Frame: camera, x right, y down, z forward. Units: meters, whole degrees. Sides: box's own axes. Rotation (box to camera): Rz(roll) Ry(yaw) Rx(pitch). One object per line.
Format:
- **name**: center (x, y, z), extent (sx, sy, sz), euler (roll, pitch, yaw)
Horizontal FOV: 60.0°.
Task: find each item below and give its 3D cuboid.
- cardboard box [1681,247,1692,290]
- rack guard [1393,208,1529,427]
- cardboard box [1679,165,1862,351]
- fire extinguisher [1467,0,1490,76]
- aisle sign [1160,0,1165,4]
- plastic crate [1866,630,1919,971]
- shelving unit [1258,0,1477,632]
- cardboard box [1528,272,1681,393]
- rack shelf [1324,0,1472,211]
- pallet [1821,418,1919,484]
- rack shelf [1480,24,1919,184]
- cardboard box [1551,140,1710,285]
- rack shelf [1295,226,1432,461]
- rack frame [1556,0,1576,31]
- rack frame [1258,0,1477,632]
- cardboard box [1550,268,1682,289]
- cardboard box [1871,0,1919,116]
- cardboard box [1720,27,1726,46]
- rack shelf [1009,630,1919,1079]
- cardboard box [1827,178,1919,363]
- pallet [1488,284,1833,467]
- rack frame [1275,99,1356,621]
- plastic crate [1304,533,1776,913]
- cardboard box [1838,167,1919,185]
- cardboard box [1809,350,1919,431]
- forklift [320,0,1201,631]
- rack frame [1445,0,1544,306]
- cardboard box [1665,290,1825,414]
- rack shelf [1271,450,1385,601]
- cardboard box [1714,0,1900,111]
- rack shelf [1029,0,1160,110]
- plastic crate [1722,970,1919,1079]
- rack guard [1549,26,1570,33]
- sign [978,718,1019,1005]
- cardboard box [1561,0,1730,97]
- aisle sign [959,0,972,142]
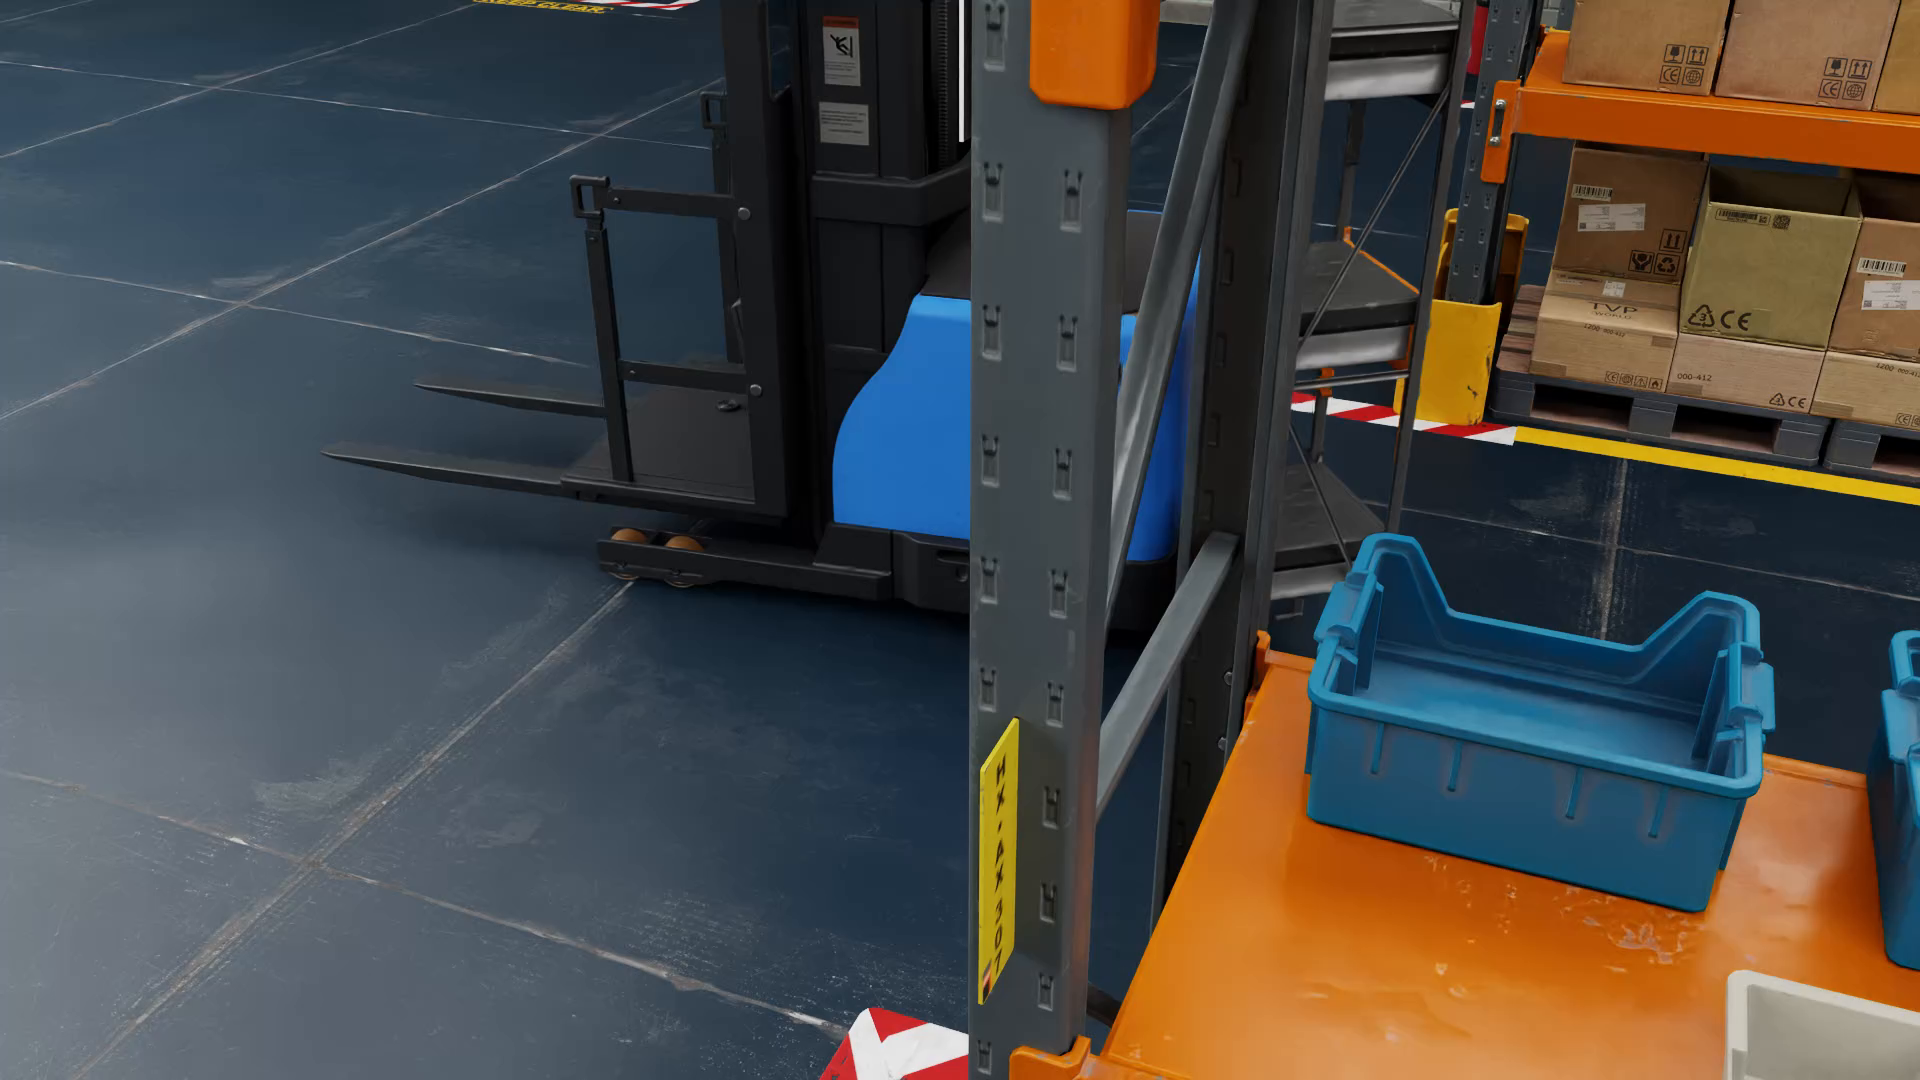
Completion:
- **cardboard box**: center (3.194, -0.970, 6.786), extent (0.500, 0.250, 0.500), euler (11, 31, 19)
- **rack guard**: center (2.096, -0.952, 6.927), extent (0.348, 0.500, 1.175), euler (11, 31, 19)
- **cardboard box**: center (2.995, -1.056, 6.176), extent (0.500, 0.500, 0.500), euler (11, 31, 19)
- **fire extinguisher**: center (2.183, -2.236, 6.736), extent (0.183, 0.674, 0.296), euler (11, 31, 19)
- **aisle sign**: center (0.297, -1.059, 1.933), extent (0.004, 0.787, 0.394), euler (11, 31, 19)
- **plastic crate**: center (1.428, 0.365, 2.206), extent (0.408, 0.251, 0.499), euler (11, 31, 19)
- **shelving unit**: center (0.960, -0.530, 4.554), extent (0.431, 2.100, 0.503), euler (-7, 30, -13)
- **cardboard box**: center (2.531, -0.821, 6.522), extent (0.500, 0.250, 0.500), euler (11, 31, 19)
- **rack shelf**: center (0.960, -1.127, 4.216), extent (0.431, 0.518, 0.480), euler (-7, 30, -13)
- **pallet**: center (3.969, -0.473, 6.373), extent (1.213, 0.211, 1.003), euler (11, 31, 19)
- **rack shelf**: center (3.971, -1.353, 5.826), extent (4.000, 0.370, 1.077), euler (11, 31, 19)
- **cardboard box**: center (2.727, -1.385, 6.757), extent (0.500, 0.500, 0.500), euler (11, 31, 19)
- **rack shelf**: center (0.960, -0.518, 4.560), extent (0.431, 0.518, 0.480), euler (-7, 30, -13)
- **rack frame**: center (3.977, -4.295, 10.301), extent (0.127, 3.000, 1.000), euler (11, 31, 19)
- **rack frame**: center (1.022, -0.414, 4.348), extent (0.400, 2.100, 0.015), euler (-7, 30, -13)
- **cardboard box**: center (2.726, -1.057, 6.940), extent (0.500, 0.250, 0.500), euler (11, 31, 19)
- **cardboard box**: center (3.492, -1.798, 5.781), extent (0.500, 0.500, 0.700), euler (12, 31, 19)
- **cardboard box**: center (4.584, -3.147, 10.556), extent (0.500, 0.311, 0.500), euler (8, 30, 13)
- **rack shelf**: center (2.105, 0.905, 1.832), extent (4.000, 0.370, 1.077), euler (11, 31, 19)
- **cardboard box**: center (3.463, -0.969, 6.022), extent (0.500, 0.500, 0.500), euler (11, 31, 19)
- **pallet**: center (2.842, -0.700, 6.774), extent (1.213, 0.211, 1.003), euler (11, 31, 19)
- **rack frame**: center (0.899, -0.646, 4.759), extent (0.400, 2.100, 0.015), euler (-7, 30, -13)
- **plastic crate**: center (0.828, 0.243, 2.423), extent (0.616, 0.251, 0.499), euler (11, 31, 19)
- **cardboard box**: center (3.659, -1.207, 6.442), extent (0.500, 0.500, 0.500), euler (11, 31, 19)
- **cardboard box**: center (3.459, -0.638, 6.197), extent (0.500, 0.250, 0.500), euler (11, 31, 19)
- **forklift**: center (-0.703, -1.360, 5.178), extent (3.031, 2.935, 1.130), euler (7, 30, 13)
- **rack frame**: center (2.118, -2.036, 6.304), extent (0.127, 3.000, 1.000), euler (11, 31, 19)
- **cardboard box**: center (2.996, -0.730, 6.362), extent (0.500, 0.250, 0.500), euler (11, 31, 19)
- **rack shelf**: center (0.960, 0.091, 4.905), extent (0.431, 0.518, 0.480), euler (-7, 30, -13)
- **cardboard box**: center (3.034, -1.892, 5.948), extent (0.500, 0.500, 0.700), euler (12, 32, 20)
- **rack shelf**: center (2.105, -0.401, 1.094), extent (4.000, 0.370, 1.077), euler (11, 31, 19)
- **plastic crate**: center (0.960, 0.649, 1.822), extent (0.250, 0.136, 0.298), euler (11, 31, 19)
- **rack guard**: center (4.047, -3.193, 10.891), extent (0.348, 0.500, 1.175), euler (11, 31, 19)
- **sign**: center (0.041, 0.351, 1.799), extent (0.005, 0.325, 0.100), euler (11, 31, 19)
- **cardboard box**: center (2.546, -1.987, 6.116), extent (0.500, 0.500, 0.700), euler (11, 31, 19)
- **aisle sign**: center (0.075, -0.790, 1.457), extent (0.004, 0.787, 0.394), euler (11, 31, 19)
